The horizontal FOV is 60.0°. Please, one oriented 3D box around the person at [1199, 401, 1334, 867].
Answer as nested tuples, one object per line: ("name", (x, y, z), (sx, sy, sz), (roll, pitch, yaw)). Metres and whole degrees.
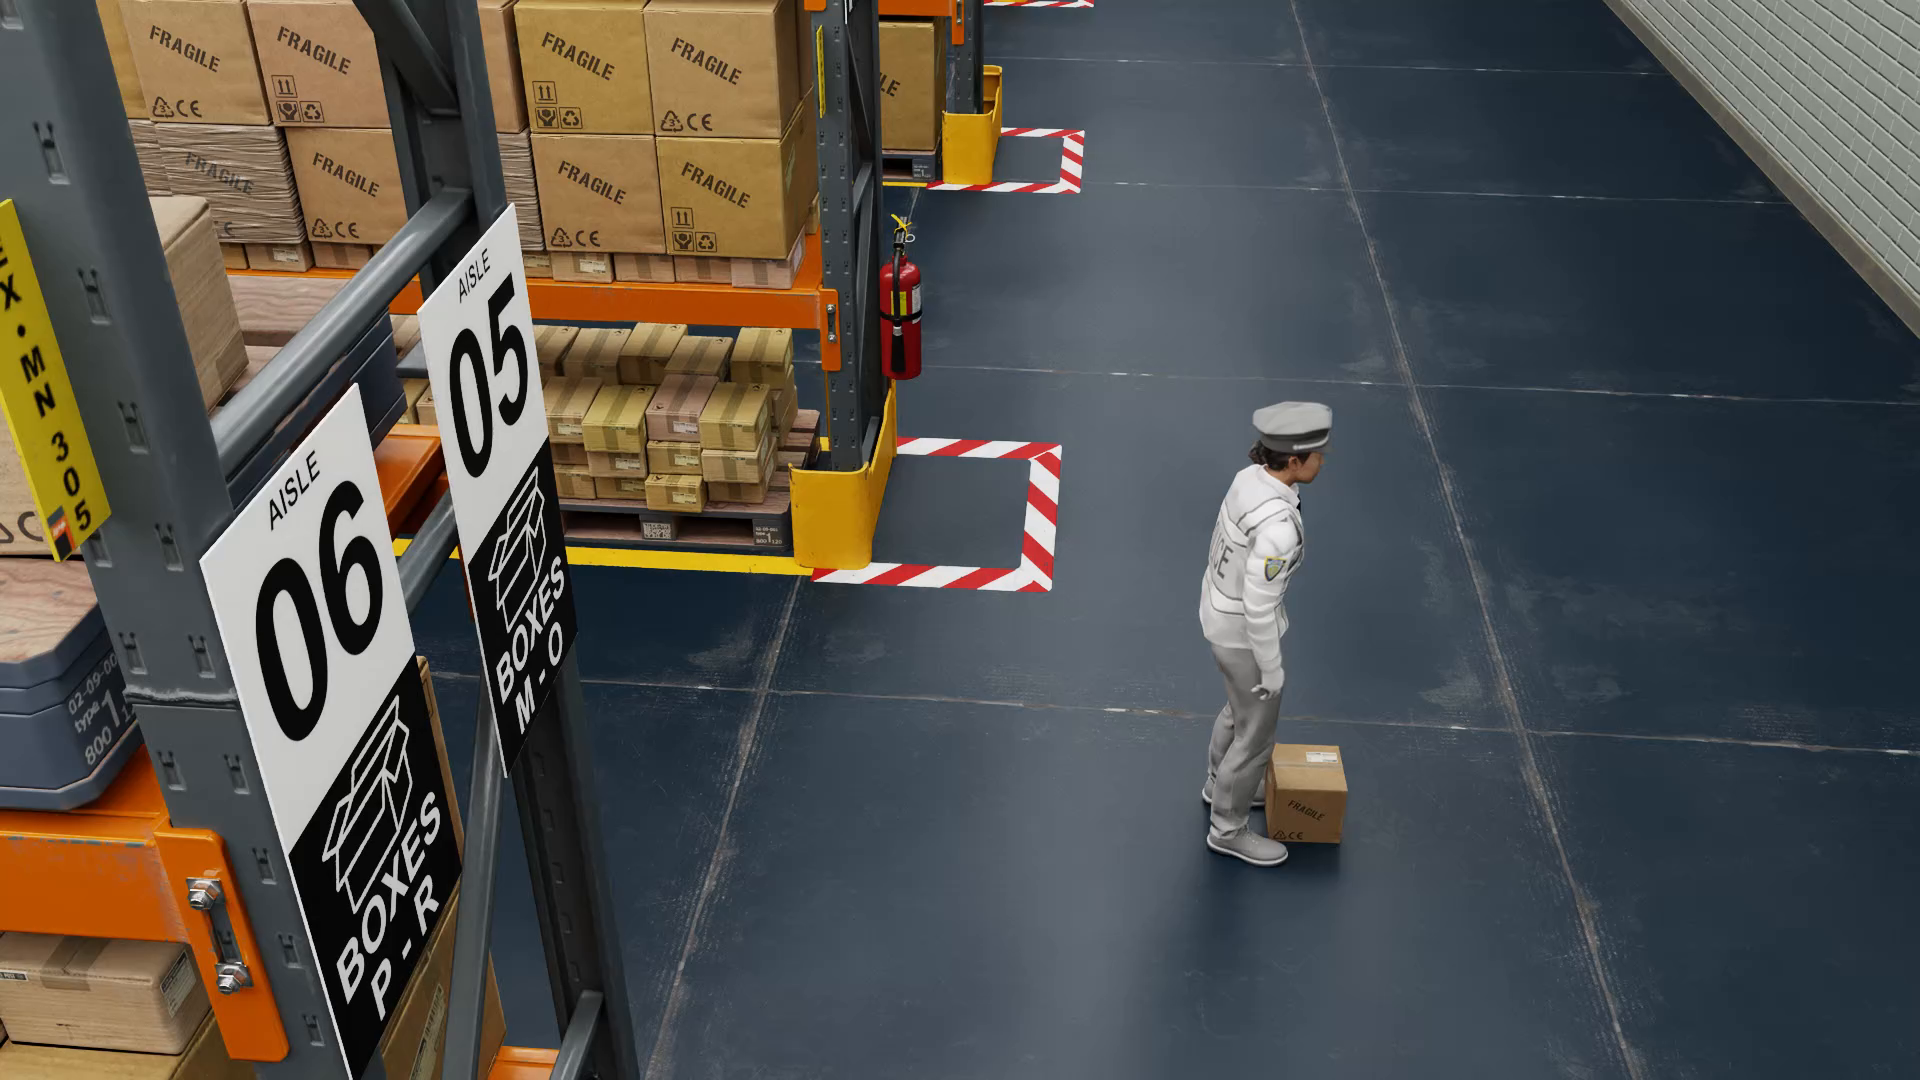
("person", (1.001, 0.308, 5.644), (0.374, 1.662, 0.538), (1, 32, 1))
